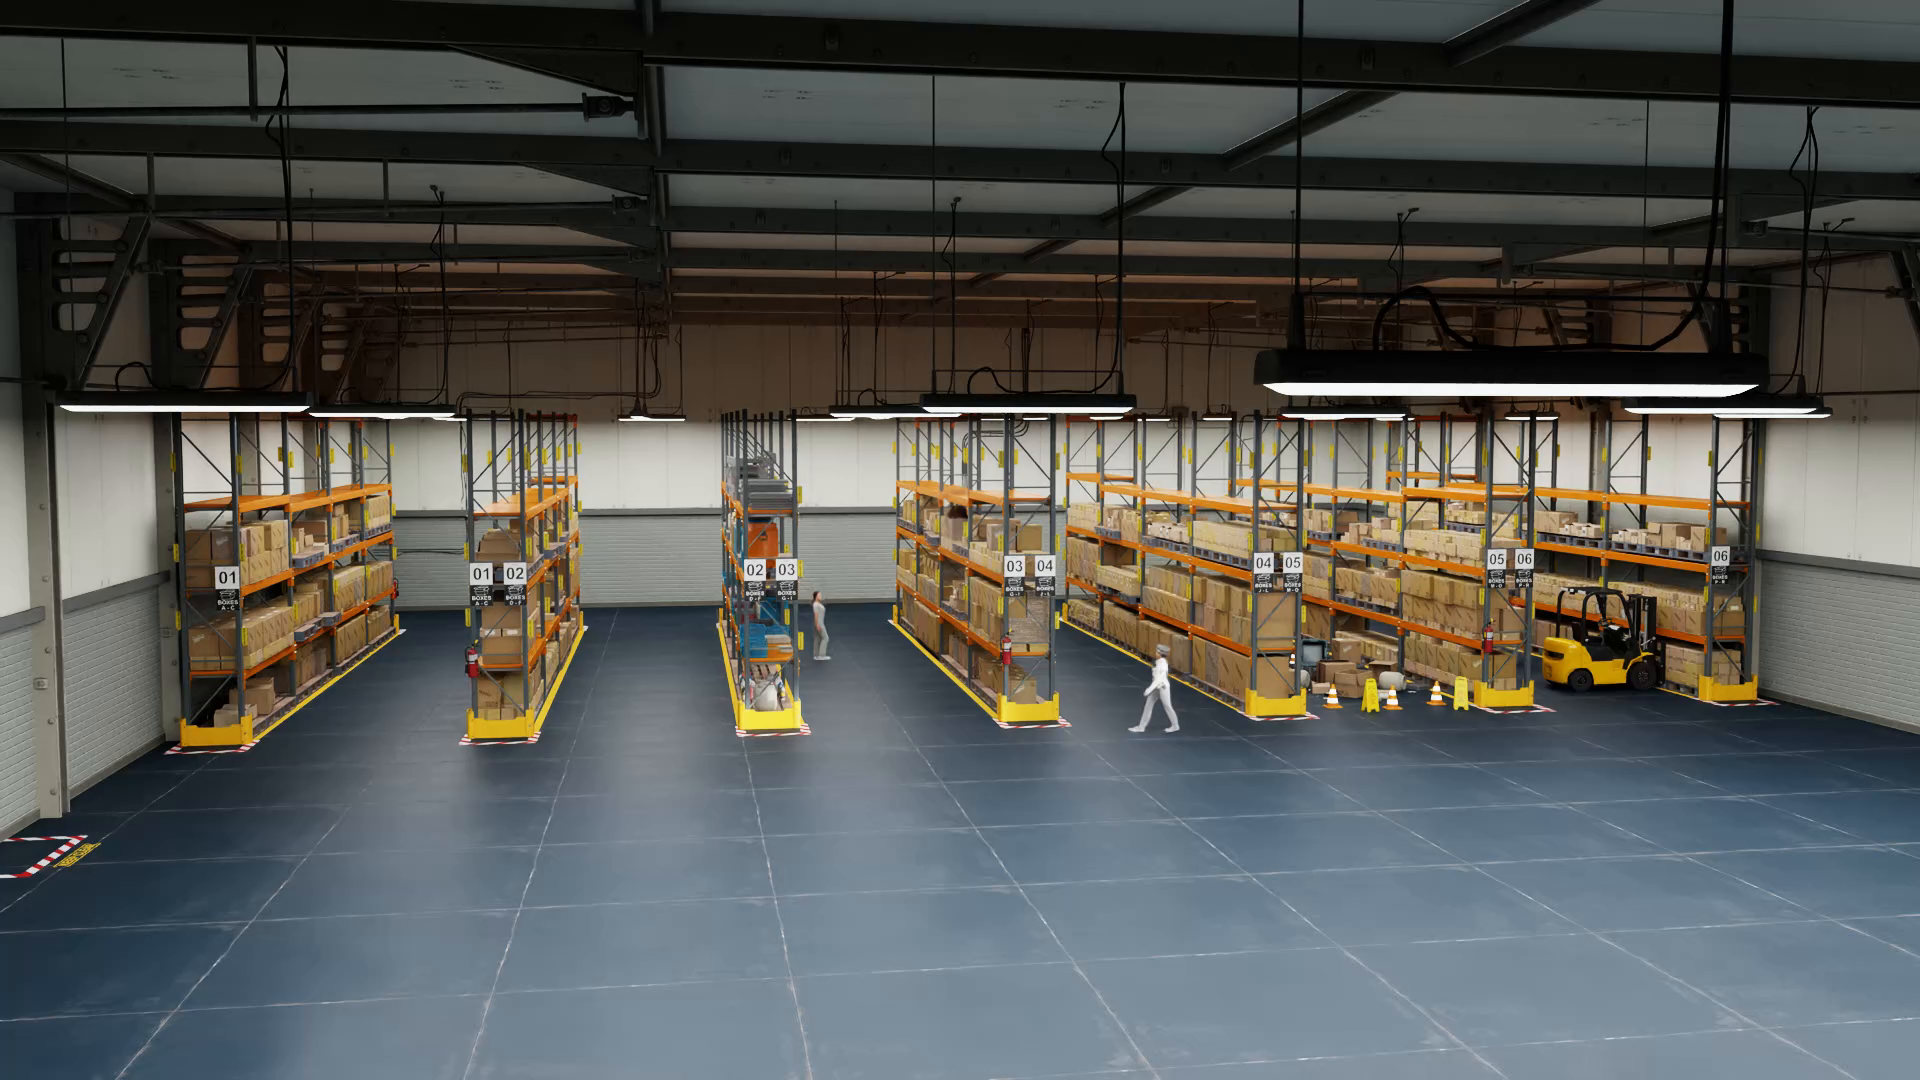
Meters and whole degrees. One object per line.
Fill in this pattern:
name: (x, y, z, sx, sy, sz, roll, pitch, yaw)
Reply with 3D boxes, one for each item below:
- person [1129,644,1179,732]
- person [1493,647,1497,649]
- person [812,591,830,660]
person: (3.615, 2.742, 30.655, 0.936, 1.640, 0.459, -2, 4, -24)
person: (12.952, 2.077, 40.596, 0.620, 1.683, 0.678, -1, 4, -20)
person: (-3.361, 2.069, 40.207, 0.447, 1.668, 0.488, 0, 4, -6)
